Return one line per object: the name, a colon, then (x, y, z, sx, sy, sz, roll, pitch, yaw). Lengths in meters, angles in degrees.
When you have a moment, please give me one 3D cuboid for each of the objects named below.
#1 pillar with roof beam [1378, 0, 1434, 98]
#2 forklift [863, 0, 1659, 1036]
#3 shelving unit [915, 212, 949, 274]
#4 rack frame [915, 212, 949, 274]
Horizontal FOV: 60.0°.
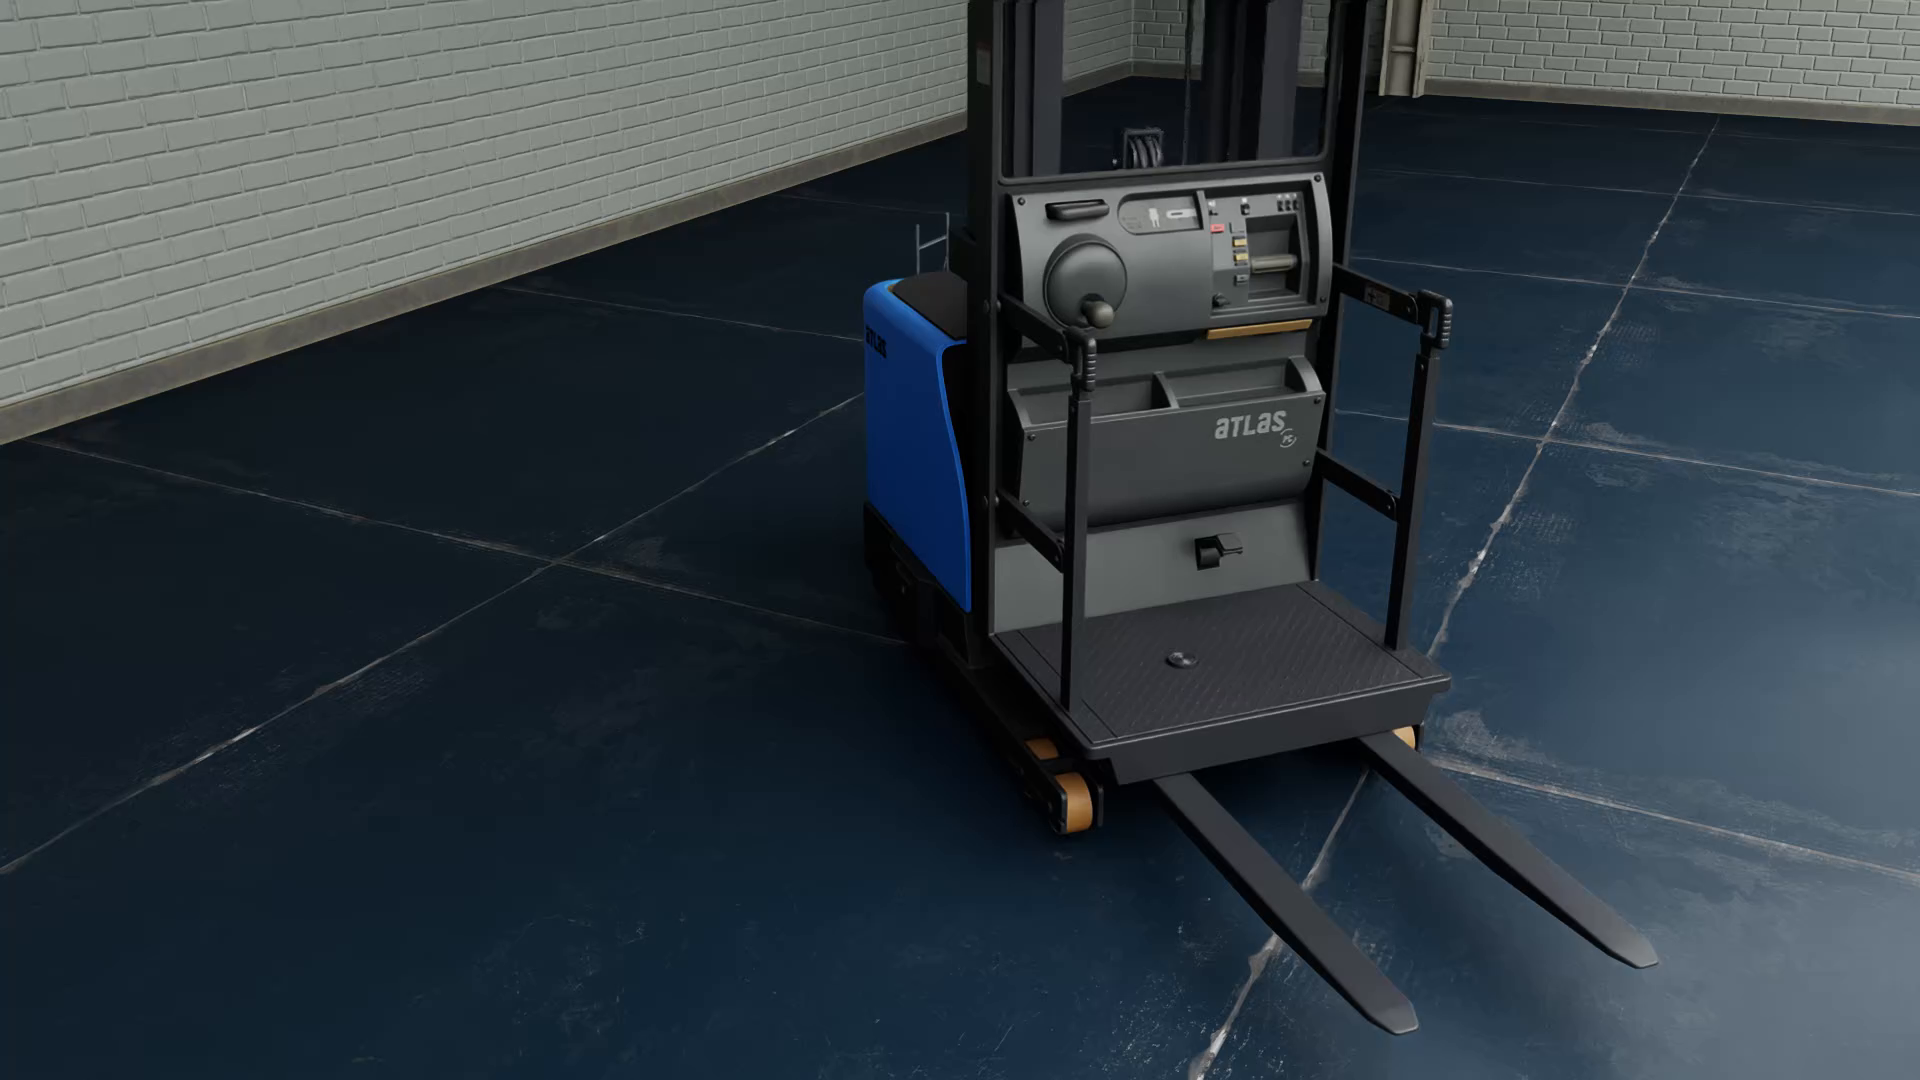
pillar with roof beam: (2.536, -7.161, 11.590, 0.400, 9.000, 9.100, 11, 25, 25)
forklift: (0.656, -0.750, 4.268, 1.130, 2.935, 3.031, -8, 24, -19)
shelving unit: (-0.016, -0.559, 6.031, 0.189, 1.200, 0.258, 12, 26, 25)
rack frame: (-0.097, -0.576, 6.071, 0.006, 1.200, 0.240, 12, 26, 25)
